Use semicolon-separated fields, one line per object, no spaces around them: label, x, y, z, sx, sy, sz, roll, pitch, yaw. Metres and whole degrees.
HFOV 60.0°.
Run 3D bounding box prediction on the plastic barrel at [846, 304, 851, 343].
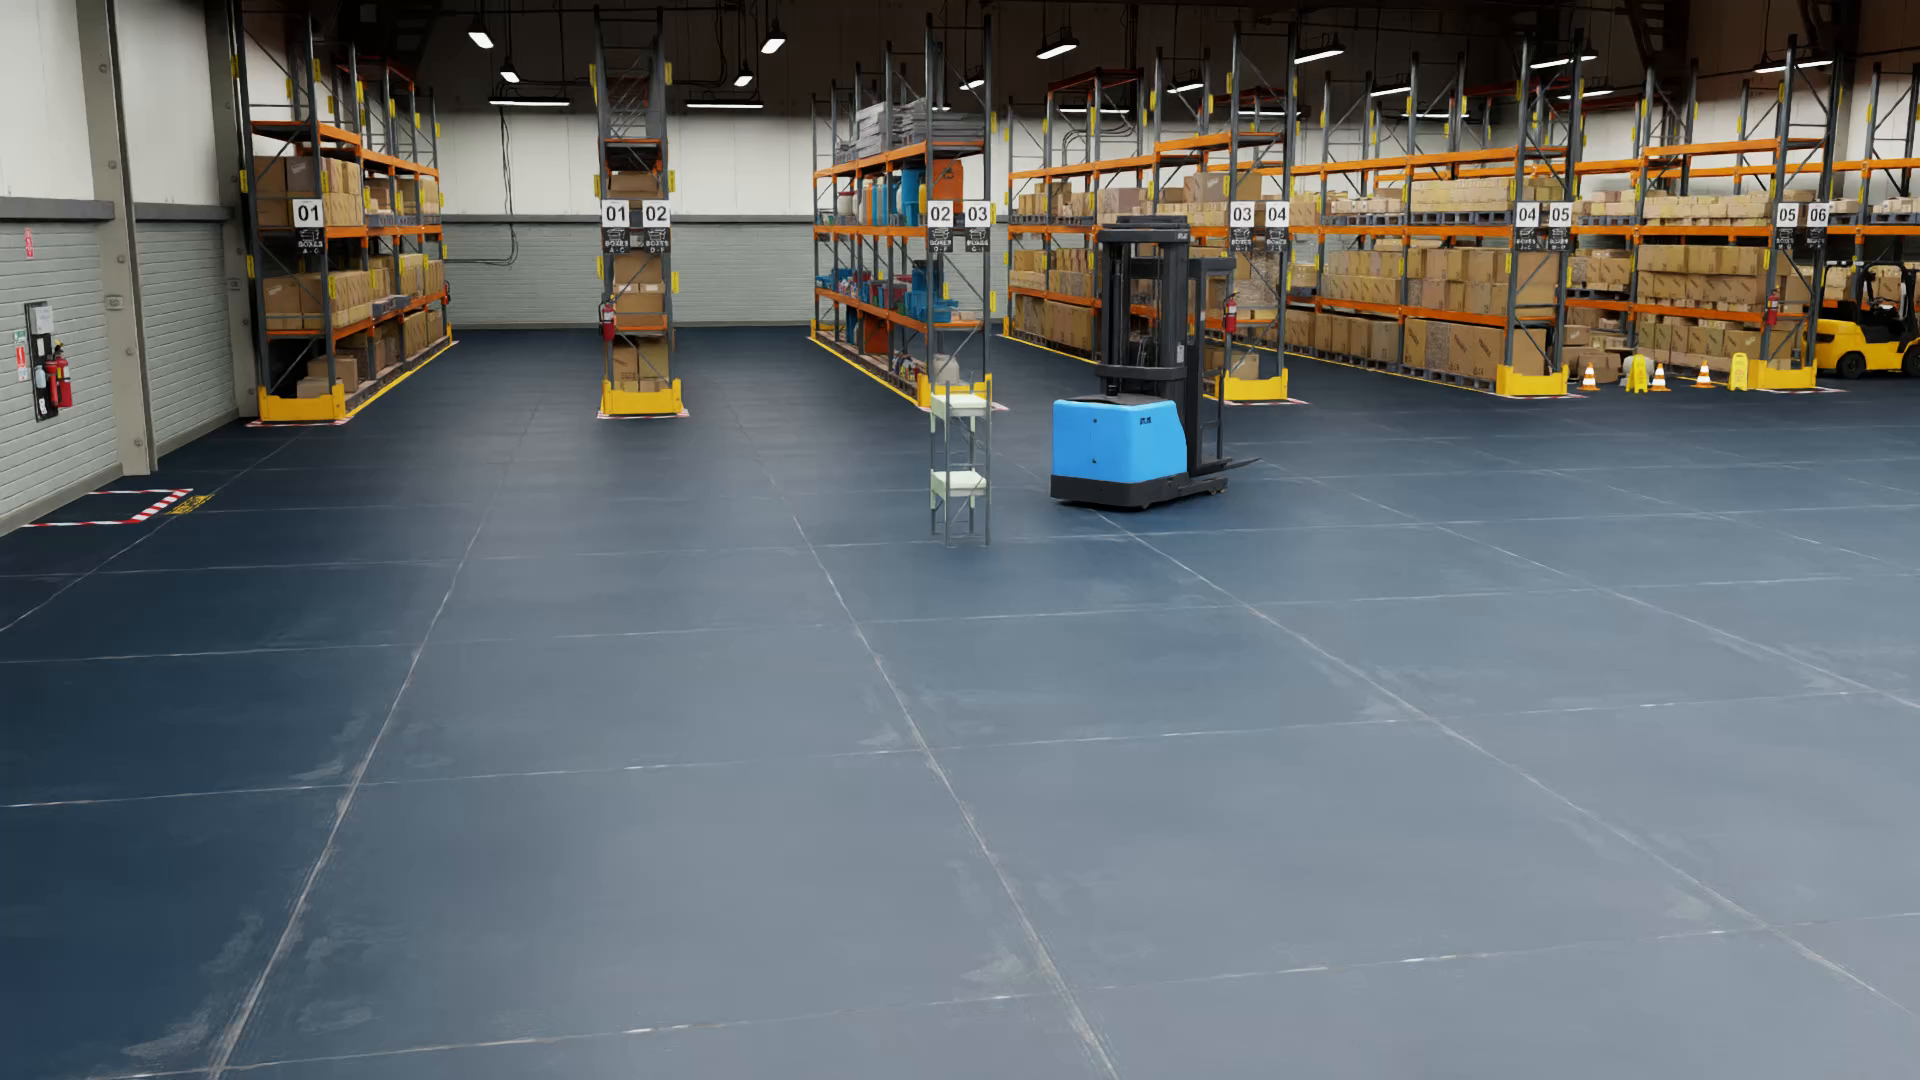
plastic barrel;-2.270;-4.897;37.445;0.600;0.901;0.708;-2;11;-11

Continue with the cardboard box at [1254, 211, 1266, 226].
cardboard box;4.993;-5.299;27.446;0.500;0.250;0.500;-2;11;-9

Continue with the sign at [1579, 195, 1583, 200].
sign;16.859;-9.202;45.185;0.100;0.325;0.005;-2;11;-11

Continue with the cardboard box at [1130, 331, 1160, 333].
cardboard box;3.665;-3.929;33.381;0.700;0.500;0.500;-1;11;-6

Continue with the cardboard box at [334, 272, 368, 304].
cardboard box;-10.023;-4.132;27.280;0.500;0.500;0.500;-2;11;-11

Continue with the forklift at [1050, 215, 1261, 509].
forklift;2.240;-1.974;17.782;1.130;2.935;3.031;8;14;37

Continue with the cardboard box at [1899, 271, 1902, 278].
cardboard box;18.603;-5.186;32.471;0.380;0.149;0.250;-2;11;-12

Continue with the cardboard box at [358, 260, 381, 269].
cardboard box;-11.125;-5.191;31.323;0.380;0.149;0.250;-4;12;-21

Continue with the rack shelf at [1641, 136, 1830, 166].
rack shelf;14.165;-7.120;30.526;1.077;0.370;4.000;-2;11;-11

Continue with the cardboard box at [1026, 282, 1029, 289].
cardboard box;1.820;-6.205;40.500;0.380;0.149;0.250;-2;11;-10

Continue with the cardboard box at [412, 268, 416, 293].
cardboard box;-11.439;-5.314;34.031;0.500;0.500;0.500;-2;11;-9

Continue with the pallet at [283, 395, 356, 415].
pallet;-9.881;-2.055;25.483;1.003;0.211;1.213;-2;11;-11

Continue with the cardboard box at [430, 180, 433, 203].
cardboard box;-12.248;-7.907;37.753;0.500;0.500;0.500;-3;11;-14

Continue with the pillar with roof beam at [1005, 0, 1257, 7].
pillar with roof beam;4.603;-14.578;44.507;6.894;0.400;0.400;-2;11;-11

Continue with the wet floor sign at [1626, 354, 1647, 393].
wet floor sign;11.666;-2.873;28.619;0.267;0.644;0.232;-4;12;-21

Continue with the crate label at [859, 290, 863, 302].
crate label;-1.867;-4.915;33.499;0.303;0.233;0.416;-2;11;-11

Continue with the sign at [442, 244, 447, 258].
sign;-12.320;-6.898;39.737;0.100;0.325;0.005;-2;11;-11

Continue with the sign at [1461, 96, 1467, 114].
sign;9.490;-8.196;31.323;0.100;0.325;0.005;-2;11;-11

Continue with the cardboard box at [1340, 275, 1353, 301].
cardboard box;8.184;-5.202;34.289;0.500;0.500;0.500;-2;11;-11

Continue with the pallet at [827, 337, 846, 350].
pallet;-2.540;-4.586;38.777;1.003;0.211;1.213;-2;11;-11

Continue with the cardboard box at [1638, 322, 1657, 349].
cardboard box;13.626;-4.001;32.474;0.500;0.500;0.500;-2;11;-8

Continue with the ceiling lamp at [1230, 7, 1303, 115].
ceiling lamp;8.542;-13.315;45.526;2.000;3.185;0.800;-2;11;-11

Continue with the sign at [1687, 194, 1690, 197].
sign;14.307;-6.644;32.729;0.100;0.325;0.005;-2;11;-11

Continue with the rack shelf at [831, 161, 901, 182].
rack shelf;-1.970;-7.852;35.432;1.077;0.370;4.000;-2;11;-11

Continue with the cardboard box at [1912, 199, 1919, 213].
cardboard box;18.635;-6.456;32.094;0.396;0.266;0.258;-2;11;-12

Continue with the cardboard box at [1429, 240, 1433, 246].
cardboard box;11.865;-7.365;41.245;0.380;0.149;0.250;-2;11;-11

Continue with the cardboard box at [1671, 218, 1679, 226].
cardboard box;13.759;-6.040;31.613;0.380;0.149;0.250;-2;11;-9

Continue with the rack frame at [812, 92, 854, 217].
rack frame;-3.137;-9.503;41.109;1.000;3.000;0.127;-2;11;-11

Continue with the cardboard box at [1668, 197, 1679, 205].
cardboard box;13.664;-6.423;31.490;0.380;0.149;0.250;-2;11;-11

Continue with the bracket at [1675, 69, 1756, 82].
bracket;18.074;-10.855;38.586;0.076;0.066;4.783;-2;11;-11

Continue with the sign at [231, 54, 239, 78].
sign;-10.291;-6.728;23.610;0.100;0.325;0.005;-2;11;-11

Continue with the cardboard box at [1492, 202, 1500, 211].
cardboard box;9.273;-5.663;28.242;0.380;0.149;0.250;-2;11;-11

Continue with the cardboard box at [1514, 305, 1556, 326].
cardboard box;12.945;-4.921;37.642;0.875;0.875;0.875;-2;11;-12

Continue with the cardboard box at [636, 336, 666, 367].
cardboard box;-5.272;-3.230;28.422;0.500;0.500;0.500;-2;11;-11

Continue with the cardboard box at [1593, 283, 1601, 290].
cardboard box;13.233;-5.204;34.118;0.380;0.149;0.250;-2;11;-11

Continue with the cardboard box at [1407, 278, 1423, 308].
cardboard box;9.024;-4.703;31.536;0.875;0.550;0.550;-2;11;-11

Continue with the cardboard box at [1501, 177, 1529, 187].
cardboard box;9.320;-6.010;27.928;0.380;0.149;0.250;-2;11;-10

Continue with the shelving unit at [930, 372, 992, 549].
shelving unit;0.001;-0.736;15.103;0.431;1.500;0.755;-2;11;-11

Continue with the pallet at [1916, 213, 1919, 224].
pallet;19.070;-6.128;31.636;1.003;0.211;1.213;-2;11;-11

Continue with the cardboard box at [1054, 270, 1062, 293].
cardboard box;2.442;-5.866;37.777;0.500;0.500;0.500;-2;11;-11

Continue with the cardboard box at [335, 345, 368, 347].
cardboard box;-10.830;-3.210;29.601;0.700;0.500;0.500;-2;11;-12

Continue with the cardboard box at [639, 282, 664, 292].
cardboard box;-4.804;-3.937;25.913;0.380;0.149;0.250;-2;11;-12

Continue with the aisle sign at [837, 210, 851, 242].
aisle sign;-2.863;-7.856;41.552;0.394;0.787;0.004;-2;11;-11

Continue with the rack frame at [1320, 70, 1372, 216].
rack frame;8.162;-8.377;35.197;1.000;3.000;0.127;-2;11;-11

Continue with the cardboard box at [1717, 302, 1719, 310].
cardboard box;14.093;-4.287;30.425;0.380;0.149;0.250;-2;11;-10

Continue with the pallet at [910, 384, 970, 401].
pallet;-0.239;-2.413;27.361;1.003;0.211;1.213;-2;11;-11

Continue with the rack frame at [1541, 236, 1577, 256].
rack frame;16.310;-7.277;45.462;1.000;3.000;0.127;-2;11;-11

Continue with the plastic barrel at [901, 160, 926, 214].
plastic barrel;-0.714;-6.094;28.761;0.600;0.901;0.708;-2;11;-11

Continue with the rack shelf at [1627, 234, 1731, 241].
rack shelf;17.477;-7.297;39.467;1.077;0.370;4.000;-2;11;-11

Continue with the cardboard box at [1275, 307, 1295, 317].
cardboard box;7.470;-5.174;37.969;0.500;0.250;0.500;-2;11;-9

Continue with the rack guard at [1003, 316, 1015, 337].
rack guard;1.717;-5.512;42.873;1.175;0.500;0.348;-2;11;-11

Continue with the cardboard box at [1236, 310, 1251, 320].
cardboard box;4.576;-3.723;27.457;0.380;0.149;0.250;-2;11;-11
